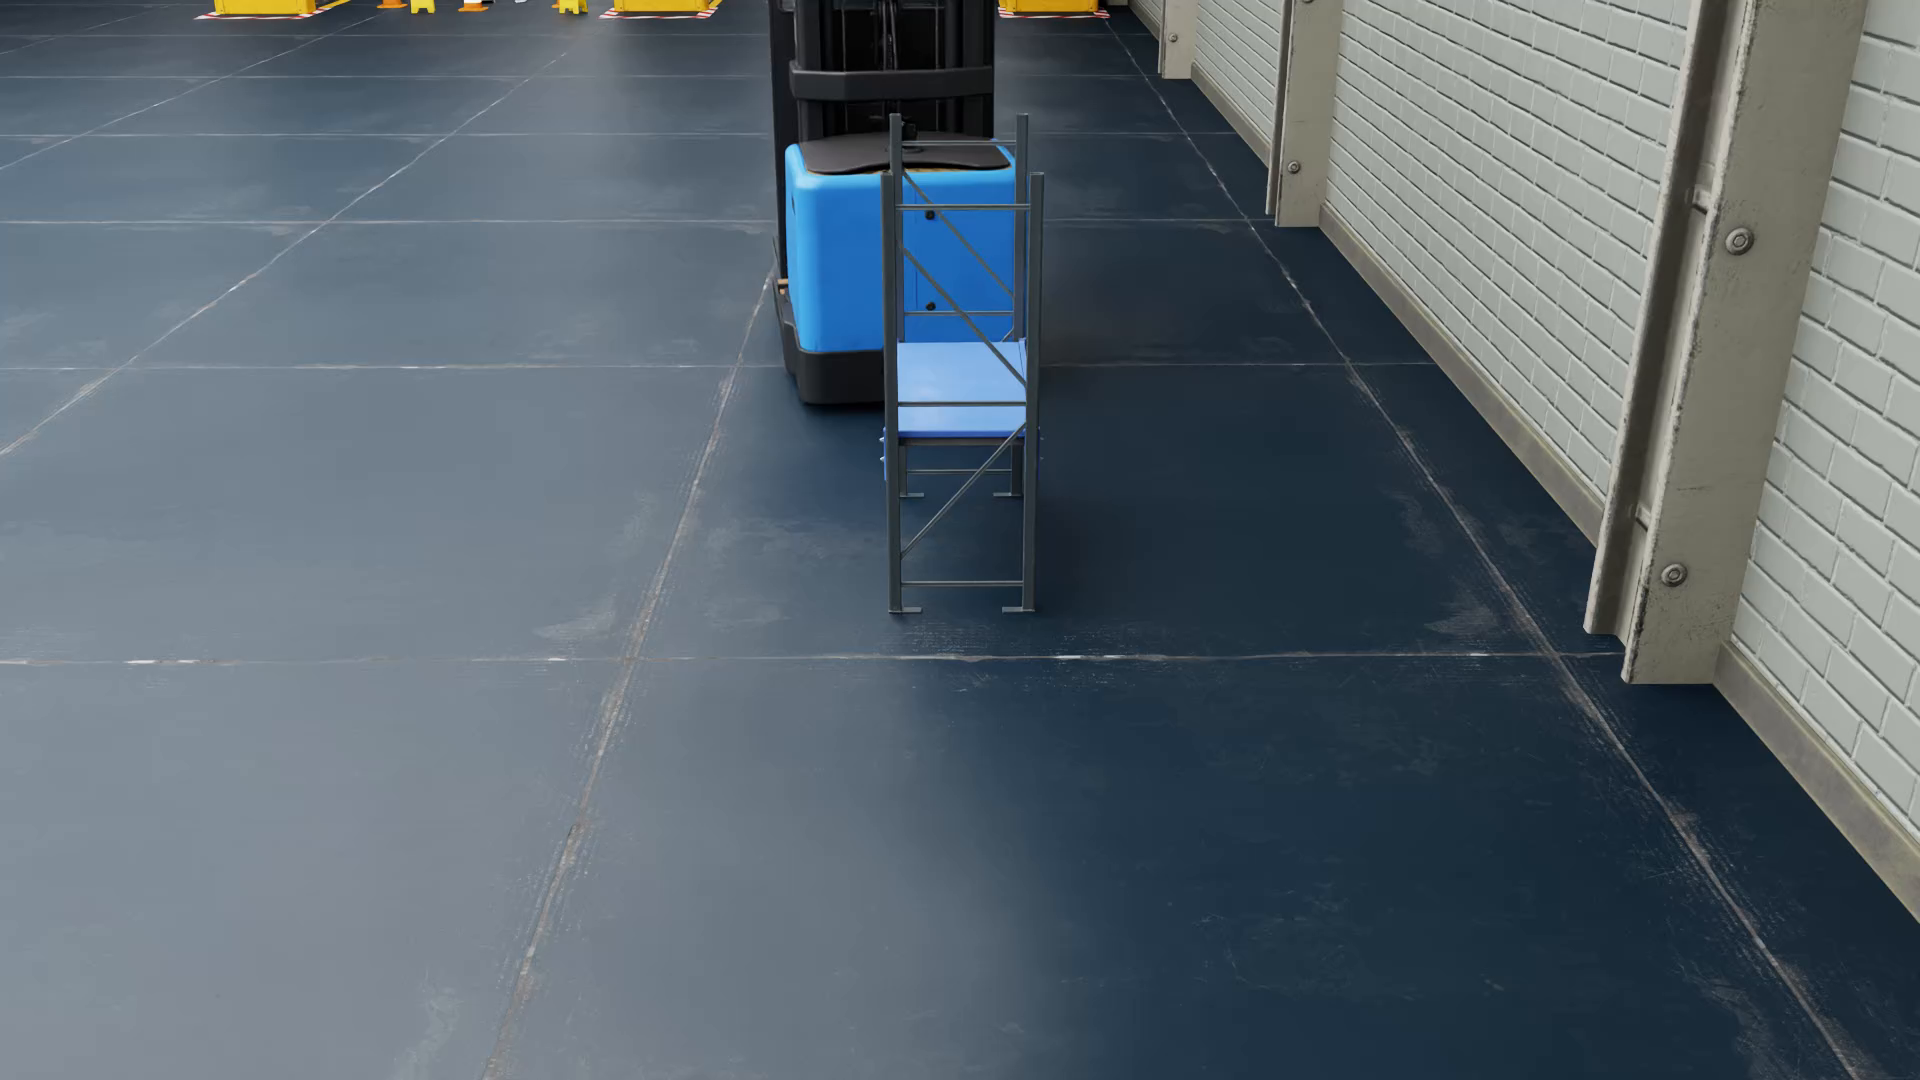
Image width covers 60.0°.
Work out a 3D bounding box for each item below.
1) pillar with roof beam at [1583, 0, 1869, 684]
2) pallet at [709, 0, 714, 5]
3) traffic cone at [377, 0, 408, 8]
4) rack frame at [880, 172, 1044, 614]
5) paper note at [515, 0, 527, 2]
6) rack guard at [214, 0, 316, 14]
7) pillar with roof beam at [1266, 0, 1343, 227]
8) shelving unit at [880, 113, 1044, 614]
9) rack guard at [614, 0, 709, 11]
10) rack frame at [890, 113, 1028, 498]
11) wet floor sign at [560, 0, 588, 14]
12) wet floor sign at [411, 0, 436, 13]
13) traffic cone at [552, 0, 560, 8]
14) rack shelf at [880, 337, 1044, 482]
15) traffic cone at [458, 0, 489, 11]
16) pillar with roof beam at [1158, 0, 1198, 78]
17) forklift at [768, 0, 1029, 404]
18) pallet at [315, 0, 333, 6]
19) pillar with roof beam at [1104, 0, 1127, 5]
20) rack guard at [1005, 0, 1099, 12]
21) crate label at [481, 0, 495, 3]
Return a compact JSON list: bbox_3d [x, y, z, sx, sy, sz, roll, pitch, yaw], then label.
[{"bbox_3d":[-2.049,-3.710,3.532,9.100,9.000,0.400,0,24,-1],"label":"pillar with roof beam"},{"bbox_3d":[-3.772,-7.194,21.899,1.003,0.211,1.213,0,24,-1],"label":"pallet"},{"bbox_3d":[-7.332,-7.103,21.394,0.336,0.463,0.334,0,24,-1],"label":"traffic cone"},{"bbox_3d":[0.006,-0.439,5.400,0.500,1.500,0.032,0,24,-1],"label":"rack frame"},{"bbox_3d":[-5.798,-7.126,21.968,0.148,0.019,0.142,-9,26,-19],"label":"paper note"},{"bbox_3d":[-8.746,-6.885,20.867,1.175,0.500,0.348,0,24,-1],"label":"rack guard"},{"bbox_3d":[-2.114,-6.182,8.999,9.100,9.000,0.400,0,24,-1],"label":"pillar with roof beam"},{"bbox_3d":[0.001,-0.648,5.863,0.538,1.500,1.048,0,24,-1],"label":"shelving unit"},{"bbox_3d":[-3.798,-6.990,21.099,1.175,0.500,0.348,0,24,-1],"label":"rack guard"},{"bbox_3d":[-0.005,-0.858,6.326,0.500,1.500,0.032,0,24,-1],"label":"rack frame"},{"bbox_3d":[-4.865,-6.942,20.816,0.267,0.644,0.232,8,26,18],"label":"wet floor sign"},{"bbox_3d":[-6.766,-6.958,20.852,0.267,0.644,0.232,-4,25,-10],"label":"wet floor sign"},{"bbox_3d":[-5.092,-7.113,21.416,0.336,0.463,0.334,0,24,-1],"label":"traffic cone"},{"bbox_3d":[0.001,-0.484,5.937,0.538,0.185,1.000,0,24,-1],"label":"rack shelf"},{"bbox_3d":[-6.198,-6.968,21.096,0.336,0.463,0.334,0,24,-1],"label":"traffic cone"},{"bbox_3d":[-2.180,-8.654,14.465,9.100,9.000,0.400,0,24,-1],"label":"pillar with roof beam"},{"bbox_3d":[-0.413,-2.517,8.259,1.130,2.935,3.031,-4,25,-8],"label":"forklift"},{"bbox_3d":[-8.833,-7.093,21.676,1.003,0.211,1.213,0,24,-1],"label":"pallet"},{"bbox_3d":[-2.245,-11.127,19.932,9.100,9.000,0.400,0,24,-1],"label":"pillar with roof beam"},{"bbox_3d":[1.166,-6.973,21.061,1.175,0.500,0.348,0,24,-1],"label":"rack guard"},{"bbox_3d":[-6.269,-7.144,21.878,0.250,0.136,0.298,-14,28,-28],"label":"crate label"}]
